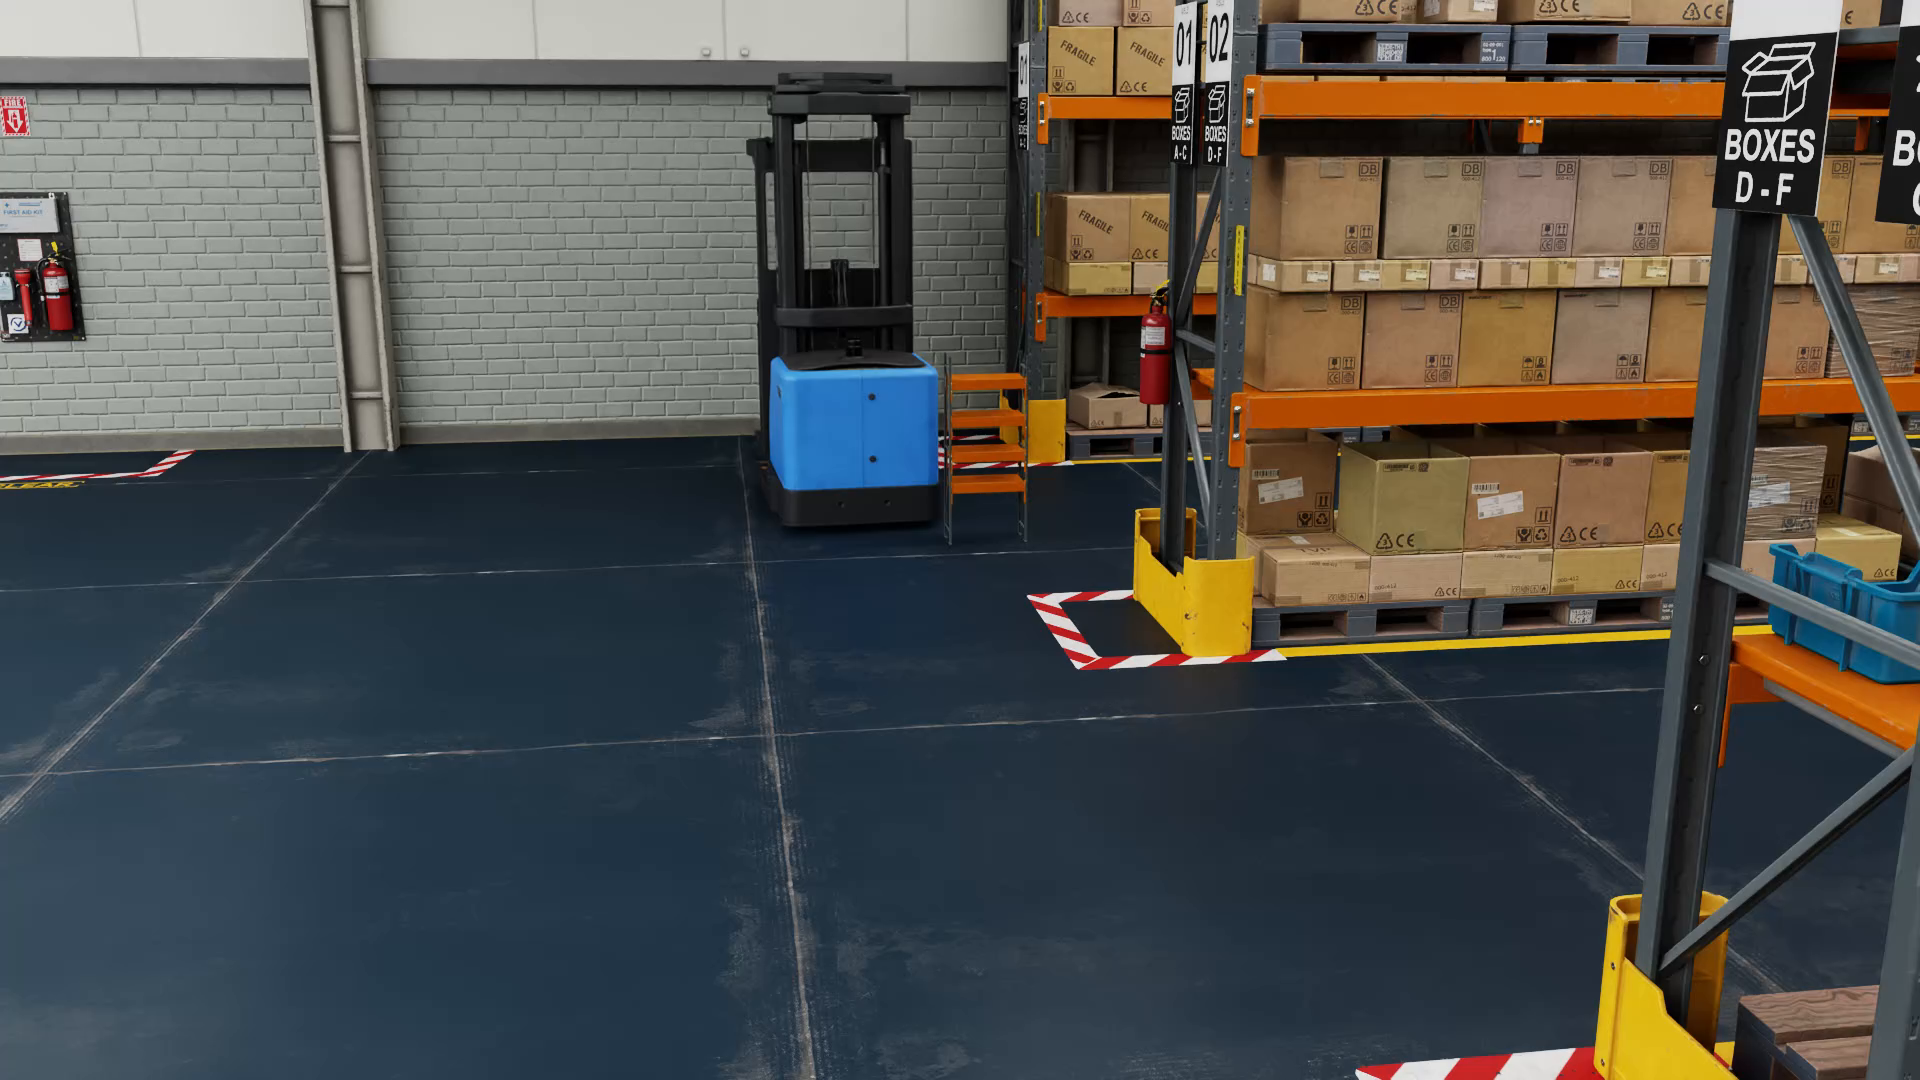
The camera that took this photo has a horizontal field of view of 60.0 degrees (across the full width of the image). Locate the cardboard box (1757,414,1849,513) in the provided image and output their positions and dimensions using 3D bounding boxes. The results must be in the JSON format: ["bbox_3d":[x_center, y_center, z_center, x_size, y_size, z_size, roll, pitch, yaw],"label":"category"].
[{"bbox_3d":[4.704,-0.447,9.586,0.500,0.500,0.500,-2,14,-8],"label":"cardboard box"}]

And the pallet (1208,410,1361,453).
[{"bbox_3d":[2.599,-0.916,13.940,1.213,0.211,1.003,-2,14,-8],"label":"pallet"}]

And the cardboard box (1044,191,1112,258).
[{"bbox_3d":[0.946,-2.570,13.529,0.500,0.500,0.500,-2,14,-9],"label":"cardboard box"}]

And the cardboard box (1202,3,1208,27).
[{"bbox_3d":[1.938,-4.182,12.763,0.500,0.500,0.500,-2,14,-7],"label":"cardboard box"}]

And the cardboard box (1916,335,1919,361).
[{"bbox_3d":[5.689,-1.110,9.291,0.500,0.250,0.500,-1,14,-5],"label":"cardboard box"}]

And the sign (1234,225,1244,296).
[{"bbox_3d":[1.330,-1.334,7.934,0.005,0.325,0.100,-2,14,-8],"label":"sign"}]

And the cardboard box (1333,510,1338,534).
[{"bbox_3d":[2.232,0.009,9.310,0.500,0.250,0.500,-2,14,-8],"label":"cardboard box"}]

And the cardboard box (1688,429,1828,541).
[{"bbox_3d":[4.287,-0.304,9.015,0.500,0.500,0.500,-2,14,-8],"label":"cardboard box"}]

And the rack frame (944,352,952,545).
[{"bbox_3d":[-0.078,-0.579,10.565,0.015,1.200,0.240,-2,14,-8],"label":"rack frame"}]

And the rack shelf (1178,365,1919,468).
[{"bbox_3d":[3.231,-0.733,8.959,4.000,0.370,1.077,-2,14,-8],"label":"rack shelf"}]

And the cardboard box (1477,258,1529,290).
[{"bbox_3d":[2.694,-1.373,8.492,0.250,0.149,0.380,-3,14,-10],"label":"cardboard box"}]

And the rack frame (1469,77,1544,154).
[{"bbox_3d":[4.467,-2.346,13.911,0.127,3.000,1.000,-2,14,-8],"label":"rack frame"}]

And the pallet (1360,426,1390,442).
[{"bbox_3d":[3.808,-0.961,14.119,1.213,0.211,1.003,-2,14,-8],"label":"pallet"}]

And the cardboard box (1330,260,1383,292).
[{"bbox_3d":[1.934,-1.346,8.382,0.250,0.149,0.380,-2,14,-10],"label":"cardboard box"}]

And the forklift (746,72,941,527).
[{"bbox_3d":[-0.923,-1.816,11.938,1.130,2.935,3.031,-3,14,-11],"label":"forklift"}]

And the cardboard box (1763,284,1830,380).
[{"bbox_3d":[4.250,-1.165,8.995,0.500,0.500,0.700,-2,14,-9],"label":"cardboard box"}]

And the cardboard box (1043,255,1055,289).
[{"bbox_3d":[0.945,-2.202,13.602,0.500,0.250,0.500,-2,14,-7],"label":"cardboard box"}]

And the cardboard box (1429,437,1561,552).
[{"bbox_3d":[2.804,-0.249,8.797,0.500,0.500,0.500,-2,14,-8],"label":"cardboard box"}]

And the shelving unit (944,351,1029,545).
[{"bbox_3d":[0.164,-0.588,10.600,0.503,1.200,0.258,-2,14,-8],"label":"shelving unit"}]

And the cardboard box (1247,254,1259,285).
[{"bbox_3d":[1.603,-1.433,8.729,0.250,0.149,0.380,-2,14,-9],"label":"cardboard box"}]

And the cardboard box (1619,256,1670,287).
[{"bbox_3d":[3.454,-1.401,8.601,0.250,0.149,0.380,-2,14,-6],"label":"cardboard box"}]

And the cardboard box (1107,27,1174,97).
[{"bbox_3d":[1.416,-3.677,12.805,0.500,0.500,0.500,-1,14,-5],"label":"cardboard box"}]

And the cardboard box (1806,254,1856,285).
[{"bbox_3d":[4.468,-1.438,8.750,0.250,0.149,0.380,-3,14,-10],"label":"cardboard box"}]

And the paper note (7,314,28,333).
[{"bbox_3d":[-7.493,-1.720,13.224,0.142,0.148,0.016,-2,14,-8],"label":"paper note"}]

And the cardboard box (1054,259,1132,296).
[{"bbox_3d":[1.042,-2.080,13.115,0.500,0.250,0.500,-3,14,-10],"label":"cardboard box"}]

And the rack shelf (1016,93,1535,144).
[{"bbox_3d":[2.489,-3.380,13.344,4.000,0.370,1.077,-2,14,-8],"label":"rack shelf"}]

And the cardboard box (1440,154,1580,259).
[{"bbox_3d":[2.787,-1.742,8.630,0.500,0.500,0.700,-2,14,-8],"label":"cardboard box"}]

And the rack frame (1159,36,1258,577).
[{"bbox_3d":[1.253,-1.010,8.582,0.127,3.000,1.000,-2,14,-8],"label":"rack frame"}]

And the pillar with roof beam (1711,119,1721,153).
[{"bbox_3d":[7.650,-4.526,10.272,0.400,9.000,9.100,-2,14,-8],"label":"pillar with roof beam"}]

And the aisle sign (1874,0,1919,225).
[{"bbox_3d":[1.960,-1.006,3.223,0.004,0.787,0.394,-2,14,-8],"label":"aisle sign"}]

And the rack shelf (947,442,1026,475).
[{"bbox_3d":[0.164,-0.523,10.616,0.480,0.148,0.258,-2,14,-8],"label":"rack shelf"}]

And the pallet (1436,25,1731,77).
[{"bbox_3d":[3.166,-2.486,8.485,1.213,0.211,1.003,-2,14,-8],"label":"pallet"}]

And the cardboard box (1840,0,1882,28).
[{"bbox_3d":[4.671,-2.975,8.895,0.500,0.500,0.500,-1,14,-4],"label":"cardboard box"}]

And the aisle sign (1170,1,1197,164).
[{"bbox_3d":[1.145,-2.339,8.538,0.004,0.787,0.394,-2,14,-8],"label":"aisle sign"}]

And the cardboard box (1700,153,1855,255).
[{"bbox_3d":[4.272,-1.796,8.846,0.500,0.500,0.700,-2,14,-8],"label":"cardboard box"}]

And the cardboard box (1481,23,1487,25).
[{"bbox_3d":[2.903,-2.818,8.660,0.500,0.311,0.500,0,14,-2],"label":"cardboard box"}]

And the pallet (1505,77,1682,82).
[{"bbox_3d":[5.093,-3.707,13.556,1.003,0.211,1.213,-2,14,-8],"label":"pallet"}]

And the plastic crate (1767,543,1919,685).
[{"bbox_3d":[2.438,0.164,4.208,0.616,0.251,0.499,-2,14,-8],"label":"plastic crate"}]

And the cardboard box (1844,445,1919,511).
[{"bbox_3d":[5.567,-0.380,9.709,0.500,0.311,0.500,-2,14,-8],"label":"cardboard box"}]

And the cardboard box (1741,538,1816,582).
[{"bbox_3d":[4.287,0.060,9.104,0.500,0.250,0.500,-2,14,-8],"label":"cardboard box"}]

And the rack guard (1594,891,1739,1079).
[{"bbox_3d":[2.056,1.380,4.191,0.348,0.500,1.175,-2,14,-8],"label":"rack guard"}]

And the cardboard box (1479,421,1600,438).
[{"bbox_3d":[3.221,-0.392,9.367,0.500,0.500,0.500,-2,14,-8],"label":"cardboard box"}]

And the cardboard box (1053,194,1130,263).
[{"bbox_3d":[1.029,-2.447,13.038,0.500,0.500,0.500,-2,14,-8],"label":"cardboard box"}]

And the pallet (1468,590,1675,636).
[{"bbox_3d":[3.207,0.261,9.245,1.213,0.211,1.003,-2,14,-8],"label":"pallet"}]

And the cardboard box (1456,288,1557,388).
[{"bbox_3d":[2.727,-1.109,8.772,0.500,0.500,0.700,-2,14,-8],"label":"cardboard box"}]

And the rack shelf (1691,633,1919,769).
[{"bbox_3d":[3.965,0.458,4.207,4.000,0.370,1.077,-2,14,-8],"label":"rack shelf"}]

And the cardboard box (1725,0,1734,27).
[{"bbox_3d":[4.057,-2.650,8.321,0.250,0.149,0.380,-2,14,-8],"label":"cardboard box"}]

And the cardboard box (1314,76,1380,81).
[{"bbox_3d":[2.960,-3.737,13.044,0.500,0.500,0.500,-3,14,-11],"label":"cardboard box"}]

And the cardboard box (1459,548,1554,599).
[{"bbox_3d":[2.805,0.117,8.877,0.500,0.250,0.500,-2,14,-8],"label":"cardboard box"}]
